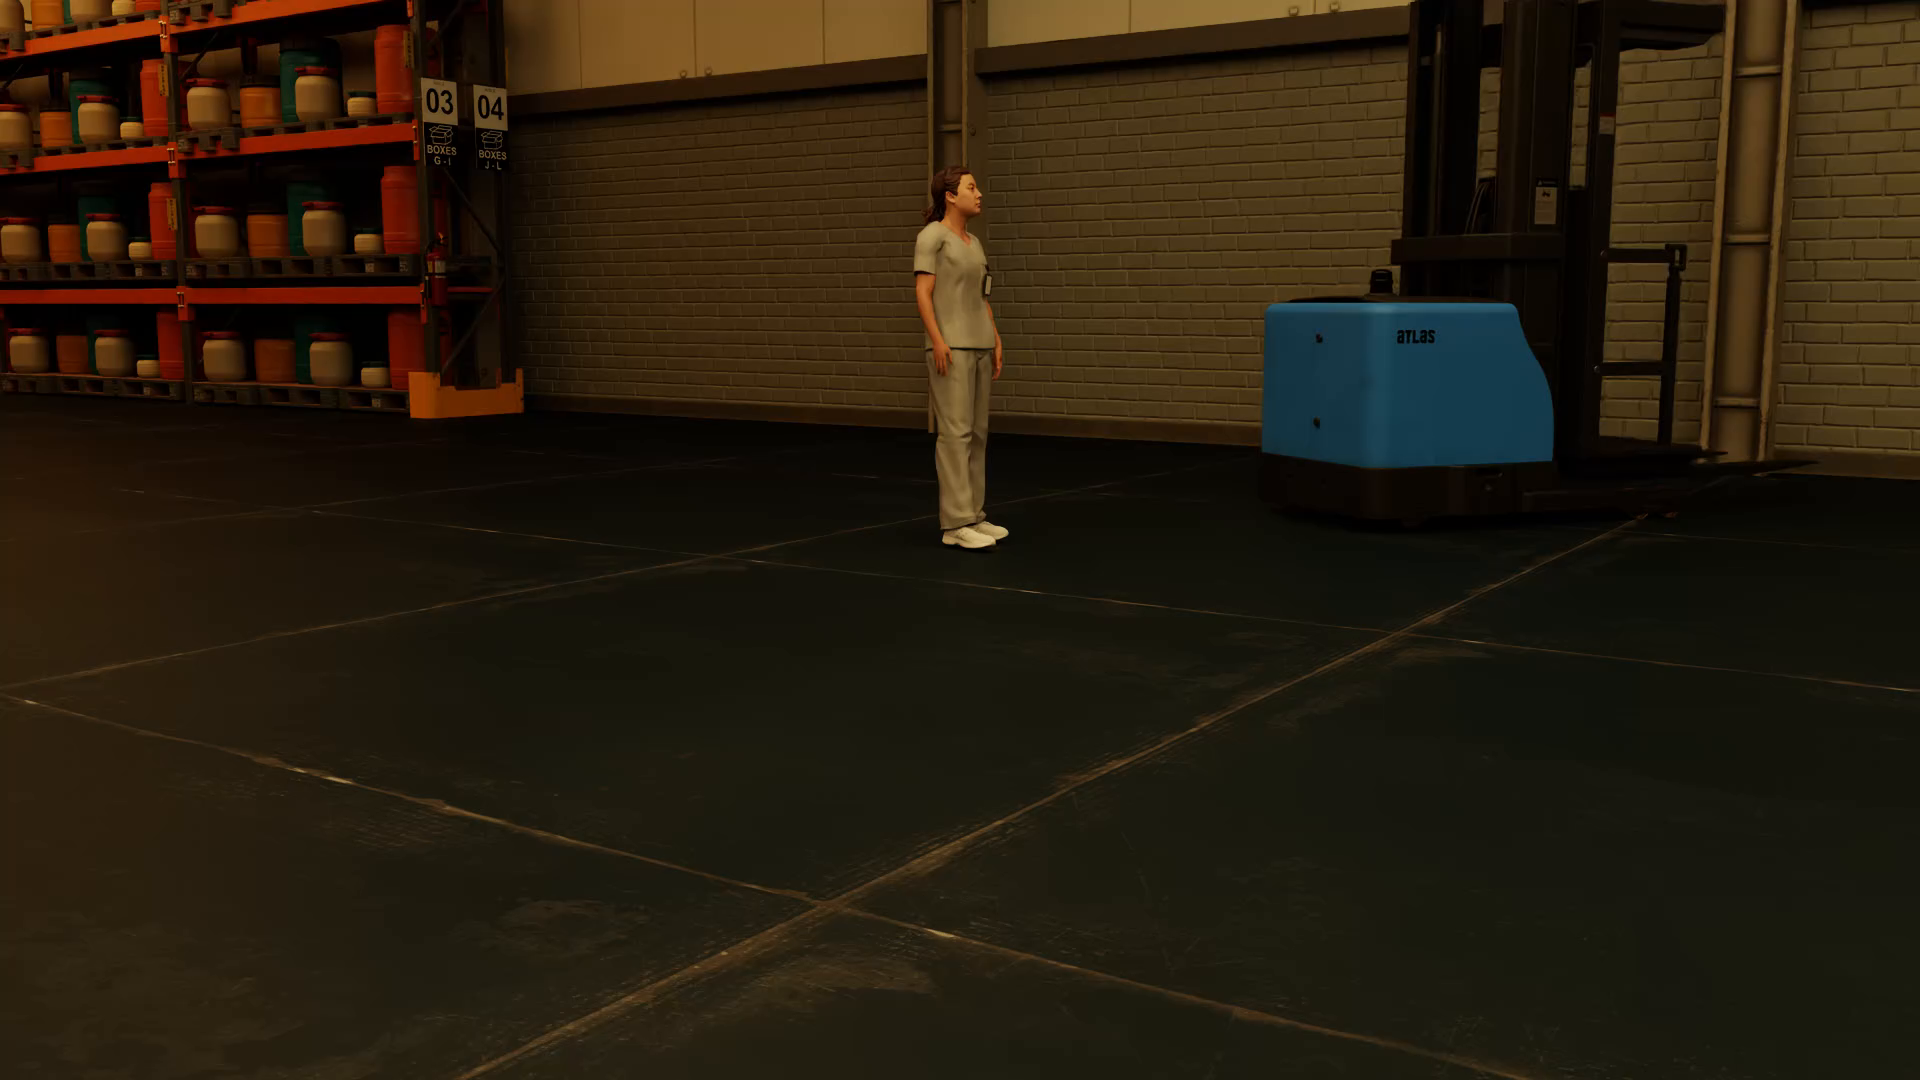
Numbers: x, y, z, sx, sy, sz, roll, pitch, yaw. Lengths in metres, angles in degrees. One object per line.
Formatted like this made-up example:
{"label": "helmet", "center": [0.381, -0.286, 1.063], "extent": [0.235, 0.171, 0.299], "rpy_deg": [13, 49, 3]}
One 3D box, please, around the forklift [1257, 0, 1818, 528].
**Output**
{"label": "forklift", "center": [3.112, -1.617, 8.563], "extent": [3.031, 2.935, 1.130], "rpy_deg": [-3, 9, -22]}

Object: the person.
{"label": "person", "center": [0.060, -0.829, 7.429], "extent": [0.533, 1.675, 0.550], "rpy_deg": [5, 10, 34]}
